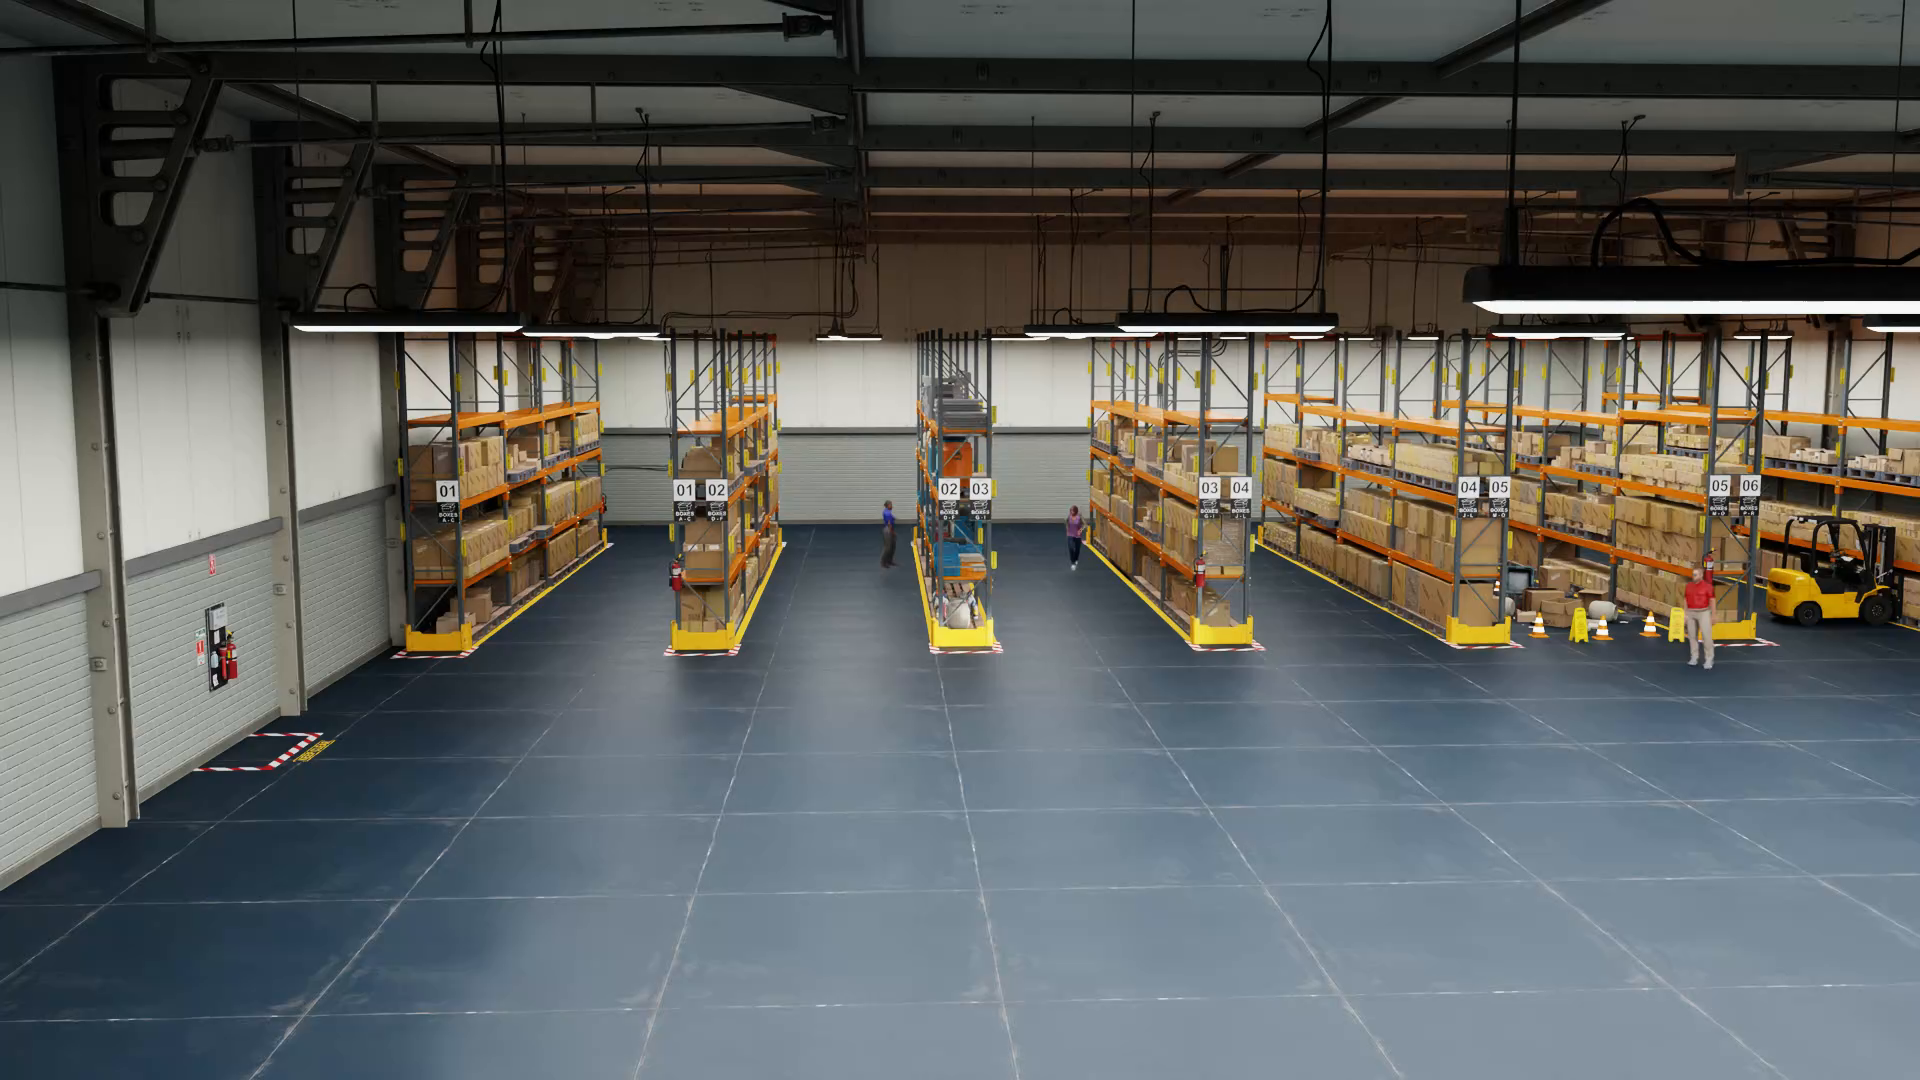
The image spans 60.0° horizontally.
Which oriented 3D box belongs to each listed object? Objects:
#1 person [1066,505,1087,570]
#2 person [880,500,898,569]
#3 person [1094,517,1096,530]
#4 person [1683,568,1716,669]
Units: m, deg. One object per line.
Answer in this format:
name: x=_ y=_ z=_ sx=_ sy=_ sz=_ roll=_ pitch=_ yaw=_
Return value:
person: x=2.827 y=-0.076 z=40.430 sx=0.509 sy=1.563 sz=0.601 roll=0 pitch=7 yaw=0
person: x=-1.738 y=-0.100 z=40.694 sx=0.441 sy=1.582 sz=0.527 roll=0 pitch=7 yaw=2
person: x=4.351 y=-1.029 z=50.284 sx=0.478 sy=1.624 sz=1.019 roll=4 pitch=8 yaw=29
person: x=13.172 y=1.379 z=29.651 sx=0.446 sy=1.744 sz=0.651 roll=-5 pitch=9 yaw=-39
